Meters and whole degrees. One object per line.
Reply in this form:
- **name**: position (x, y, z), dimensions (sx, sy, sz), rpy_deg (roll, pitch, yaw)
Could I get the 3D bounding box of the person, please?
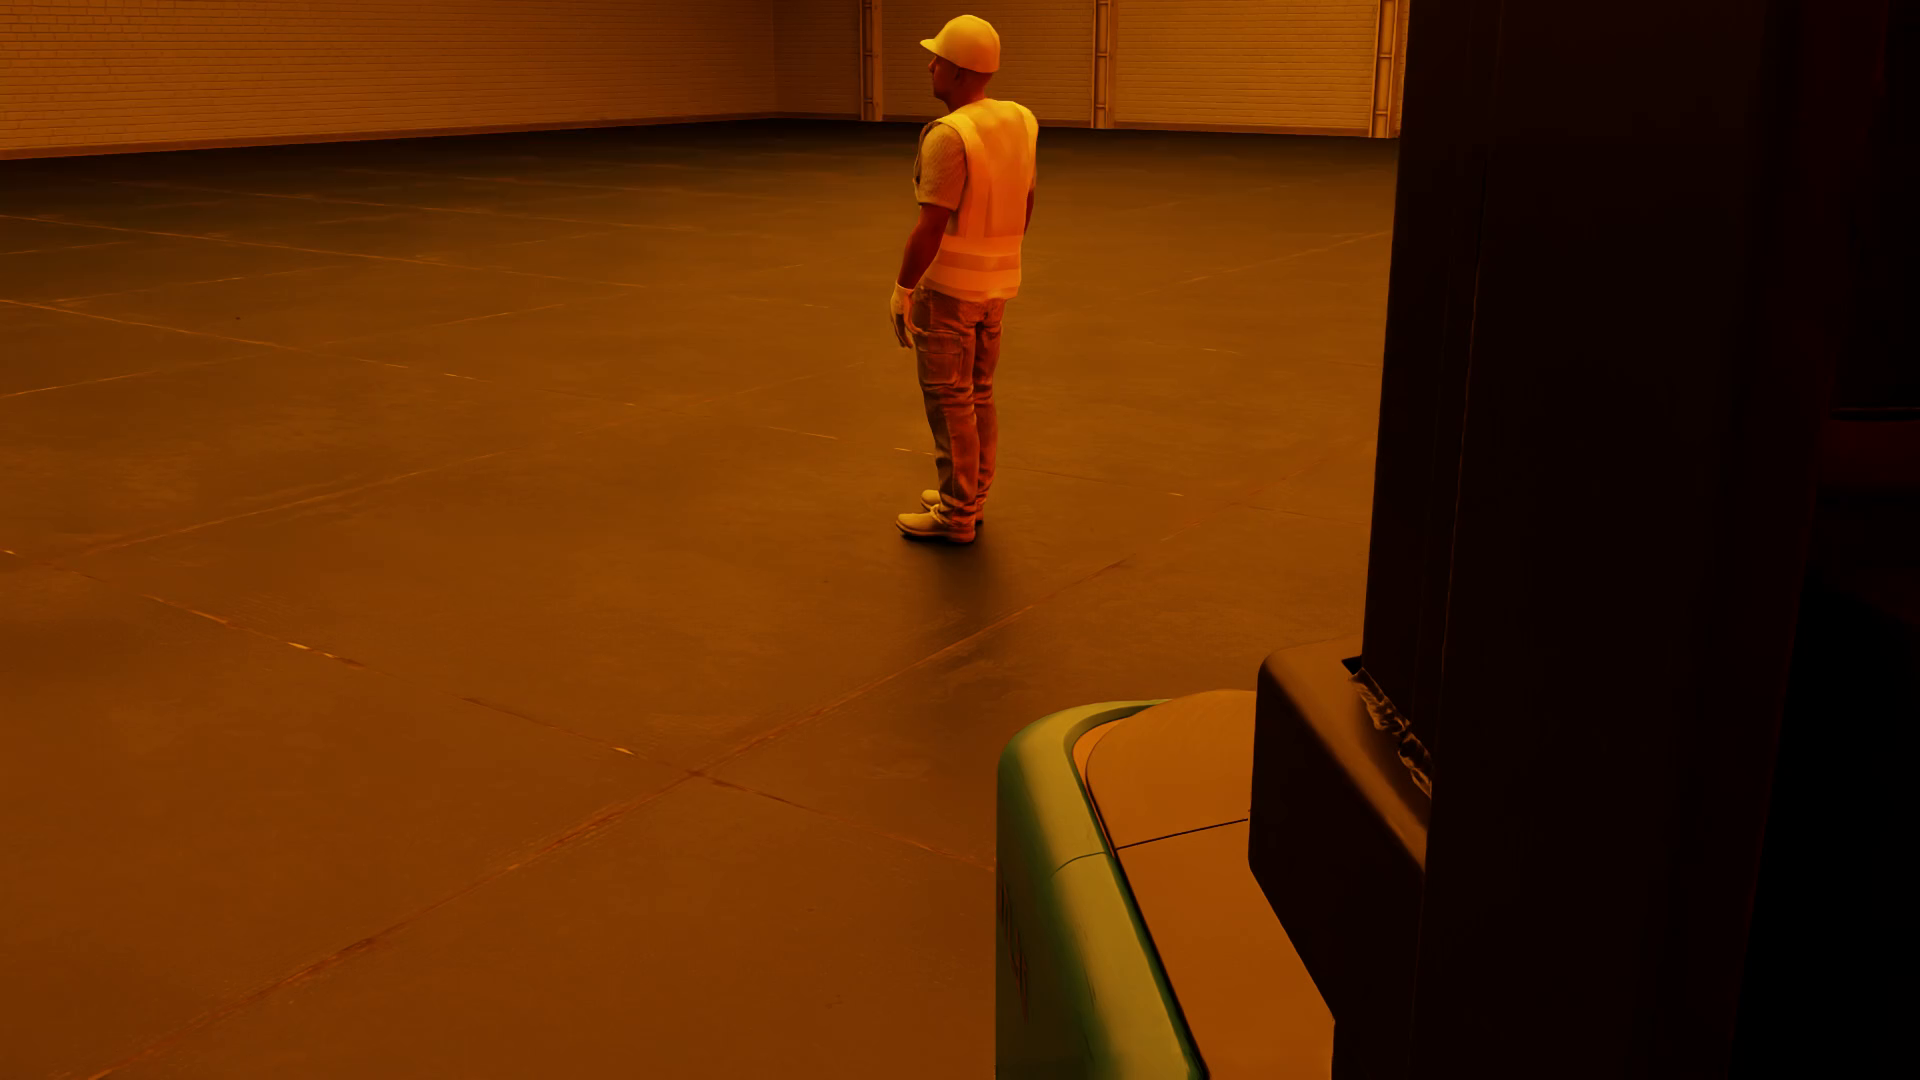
- **person**: position (-0.055, -0.875, 5.737), dimensions (0.575, 1.785, 0.657), rpy_deg (11, 20, 33)
